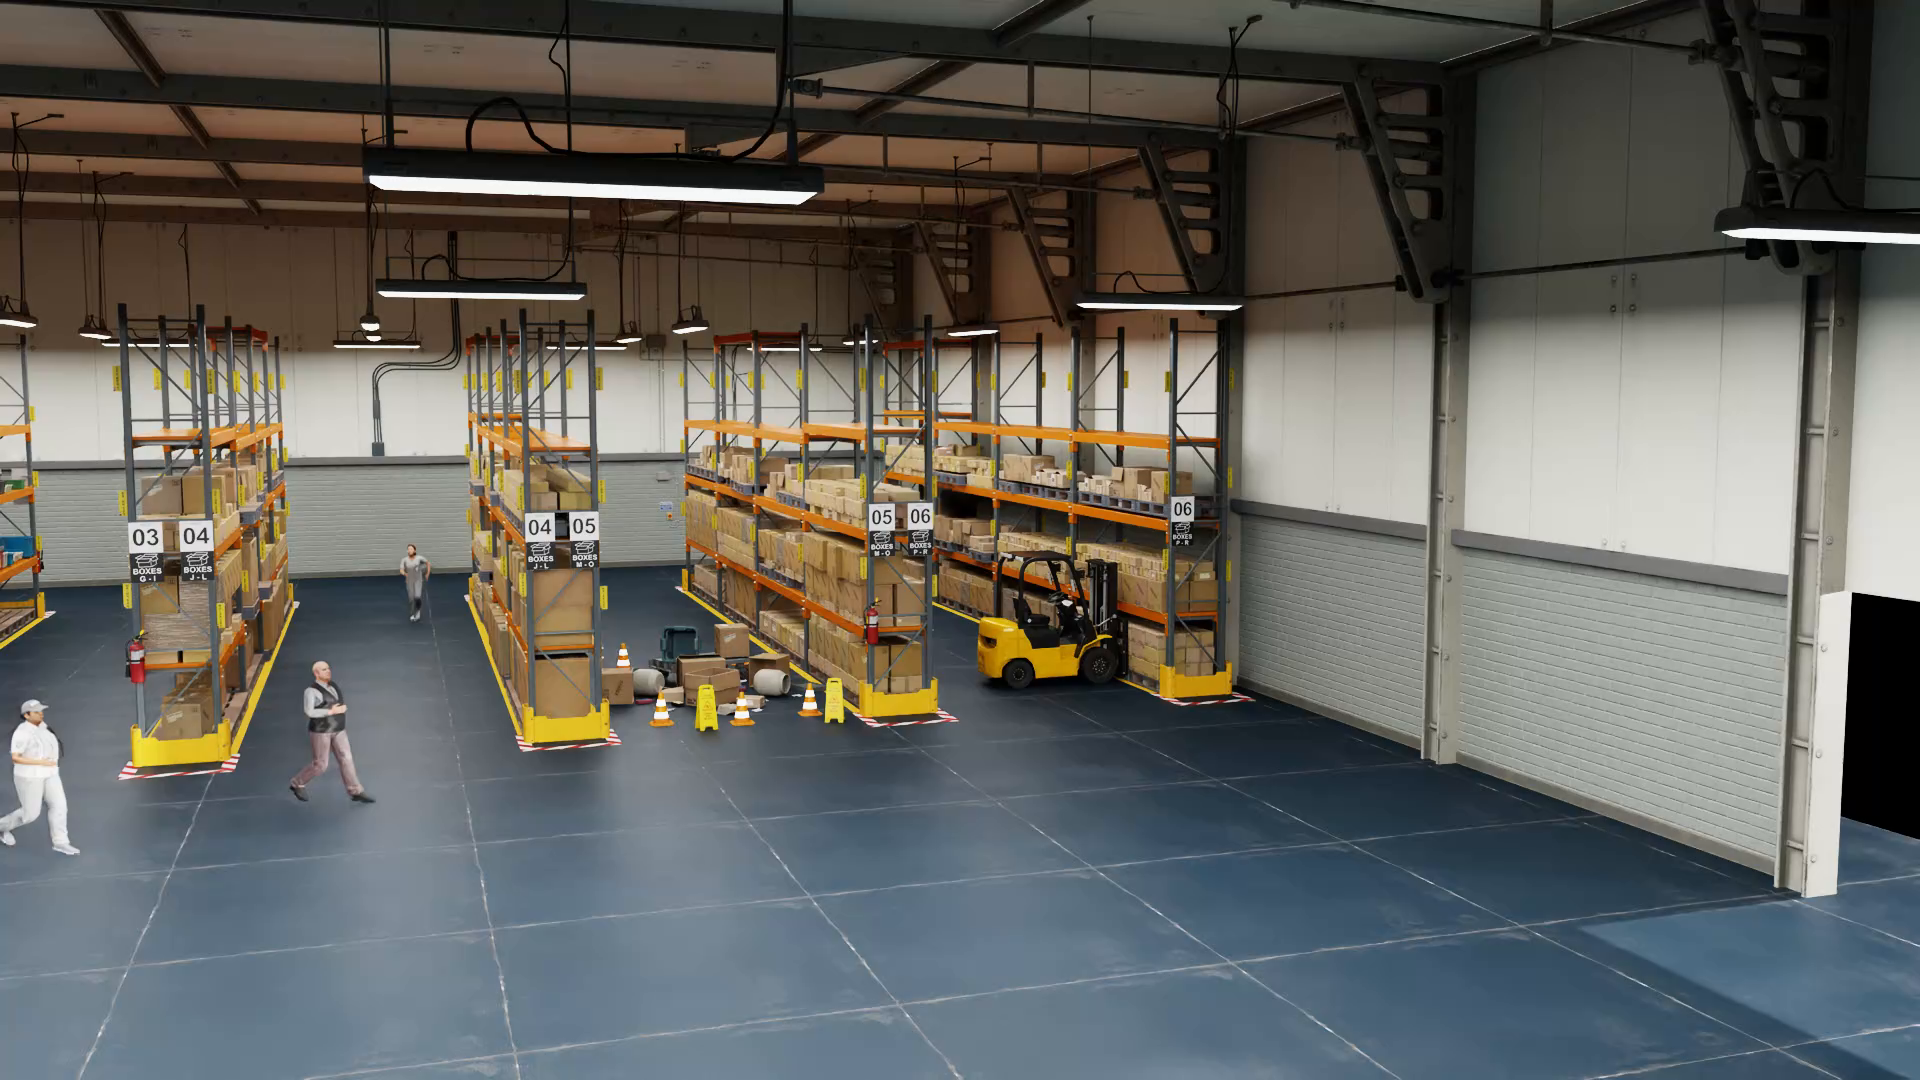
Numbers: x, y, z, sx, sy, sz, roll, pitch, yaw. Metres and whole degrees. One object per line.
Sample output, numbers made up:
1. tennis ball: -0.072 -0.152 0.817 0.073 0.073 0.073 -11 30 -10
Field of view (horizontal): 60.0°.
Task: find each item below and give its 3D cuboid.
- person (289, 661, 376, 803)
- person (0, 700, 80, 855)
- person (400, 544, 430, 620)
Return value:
1. person: -7.417 2.263 19.594 1.066 1.670 0.666 2 6 20
2. person: -9.803 2.515 17.605 0.896 1.668 0.610 1 5 7
3. person: -11.350 0.891 34.630 0.581 1.616 0.763 -1 5 -9
